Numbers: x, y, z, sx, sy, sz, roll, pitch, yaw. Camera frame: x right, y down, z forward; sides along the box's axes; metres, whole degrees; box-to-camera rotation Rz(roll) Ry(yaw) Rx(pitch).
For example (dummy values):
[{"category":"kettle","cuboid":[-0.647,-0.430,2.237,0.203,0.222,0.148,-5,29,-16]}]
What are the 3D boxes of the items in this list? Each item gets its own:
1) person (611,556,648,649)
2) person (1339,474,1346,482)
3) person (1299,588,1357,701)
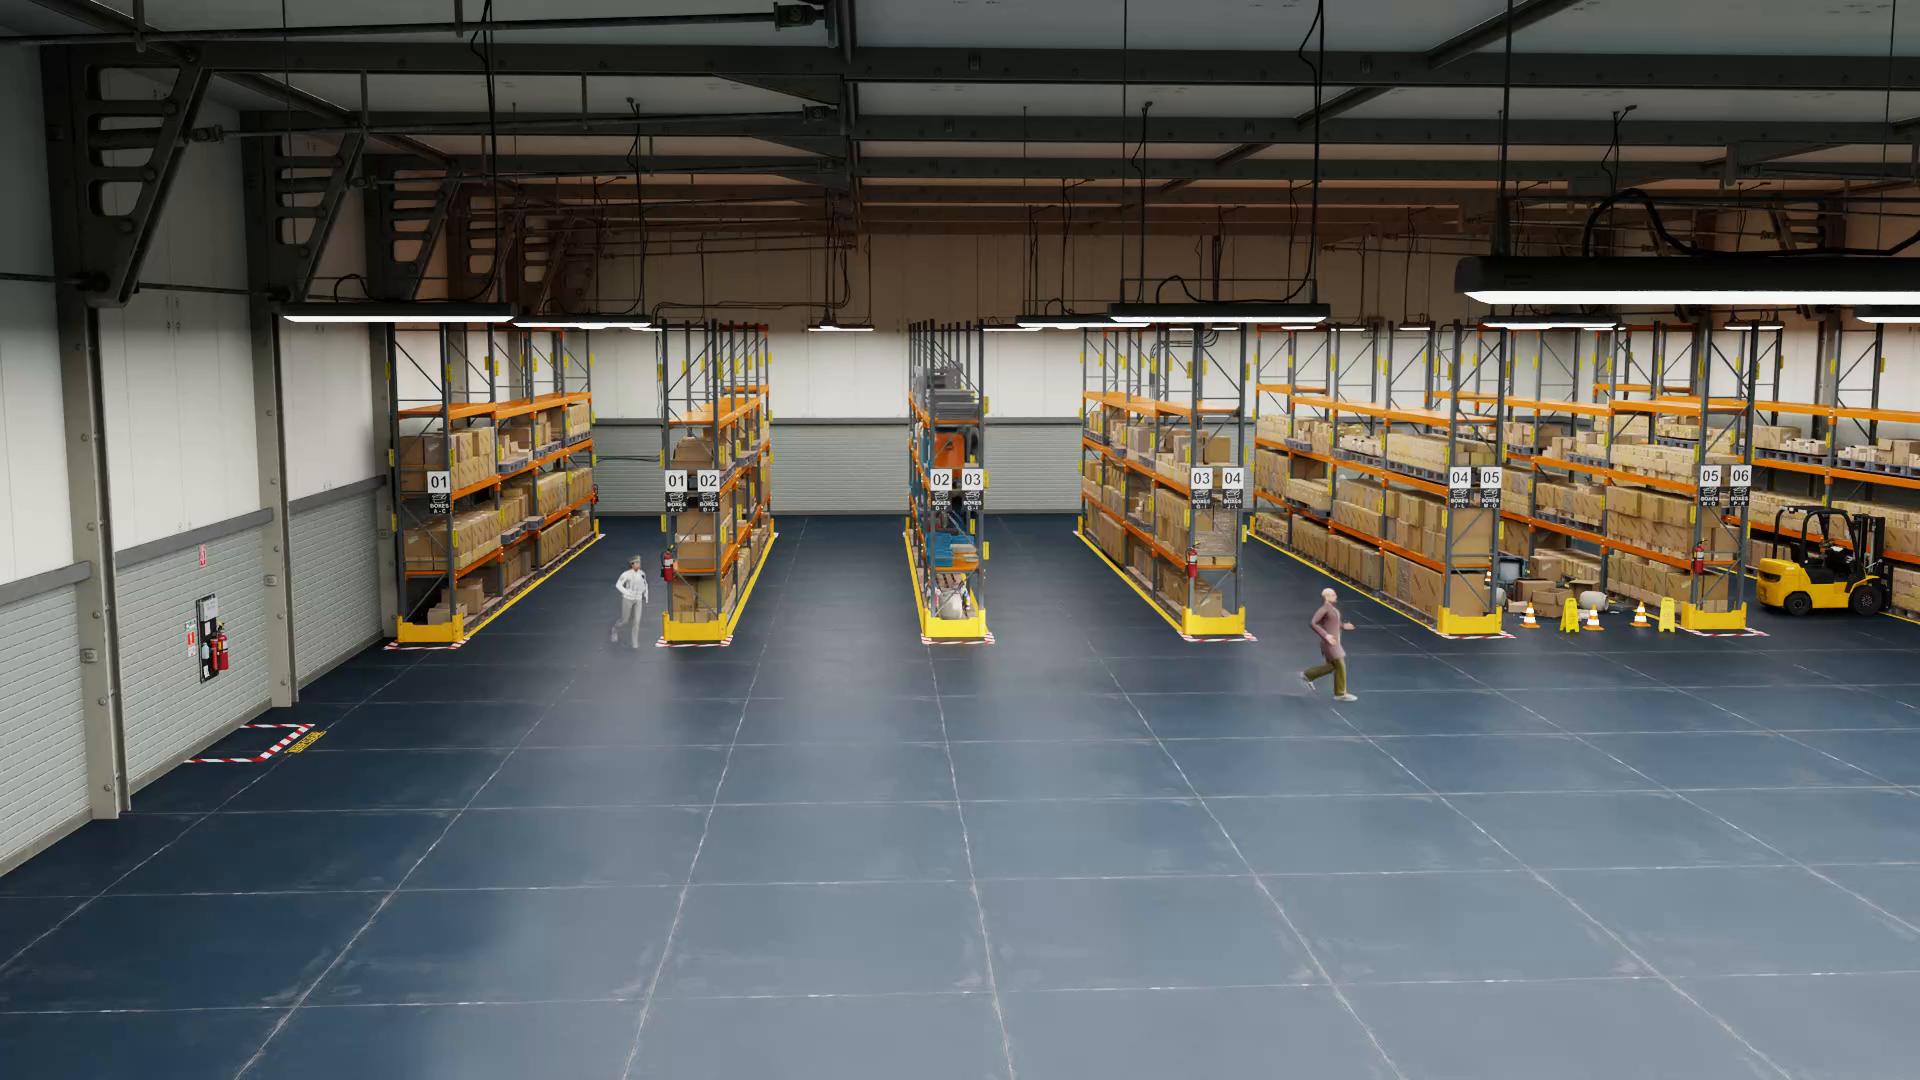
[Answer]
[{"category":"person","cuboid":[-5.998,1.111,30.632,0.672,1.657,0.918,-5,9,-35]},{"category":"person","cuboid":[10.784,-0.960,47.023,0.721,1.800,0.633,-1,7,-6]},{"category":"person","cuboid":[5.788,1.631,26.120,0.964,1.751,0.720,4,8,27]}]
